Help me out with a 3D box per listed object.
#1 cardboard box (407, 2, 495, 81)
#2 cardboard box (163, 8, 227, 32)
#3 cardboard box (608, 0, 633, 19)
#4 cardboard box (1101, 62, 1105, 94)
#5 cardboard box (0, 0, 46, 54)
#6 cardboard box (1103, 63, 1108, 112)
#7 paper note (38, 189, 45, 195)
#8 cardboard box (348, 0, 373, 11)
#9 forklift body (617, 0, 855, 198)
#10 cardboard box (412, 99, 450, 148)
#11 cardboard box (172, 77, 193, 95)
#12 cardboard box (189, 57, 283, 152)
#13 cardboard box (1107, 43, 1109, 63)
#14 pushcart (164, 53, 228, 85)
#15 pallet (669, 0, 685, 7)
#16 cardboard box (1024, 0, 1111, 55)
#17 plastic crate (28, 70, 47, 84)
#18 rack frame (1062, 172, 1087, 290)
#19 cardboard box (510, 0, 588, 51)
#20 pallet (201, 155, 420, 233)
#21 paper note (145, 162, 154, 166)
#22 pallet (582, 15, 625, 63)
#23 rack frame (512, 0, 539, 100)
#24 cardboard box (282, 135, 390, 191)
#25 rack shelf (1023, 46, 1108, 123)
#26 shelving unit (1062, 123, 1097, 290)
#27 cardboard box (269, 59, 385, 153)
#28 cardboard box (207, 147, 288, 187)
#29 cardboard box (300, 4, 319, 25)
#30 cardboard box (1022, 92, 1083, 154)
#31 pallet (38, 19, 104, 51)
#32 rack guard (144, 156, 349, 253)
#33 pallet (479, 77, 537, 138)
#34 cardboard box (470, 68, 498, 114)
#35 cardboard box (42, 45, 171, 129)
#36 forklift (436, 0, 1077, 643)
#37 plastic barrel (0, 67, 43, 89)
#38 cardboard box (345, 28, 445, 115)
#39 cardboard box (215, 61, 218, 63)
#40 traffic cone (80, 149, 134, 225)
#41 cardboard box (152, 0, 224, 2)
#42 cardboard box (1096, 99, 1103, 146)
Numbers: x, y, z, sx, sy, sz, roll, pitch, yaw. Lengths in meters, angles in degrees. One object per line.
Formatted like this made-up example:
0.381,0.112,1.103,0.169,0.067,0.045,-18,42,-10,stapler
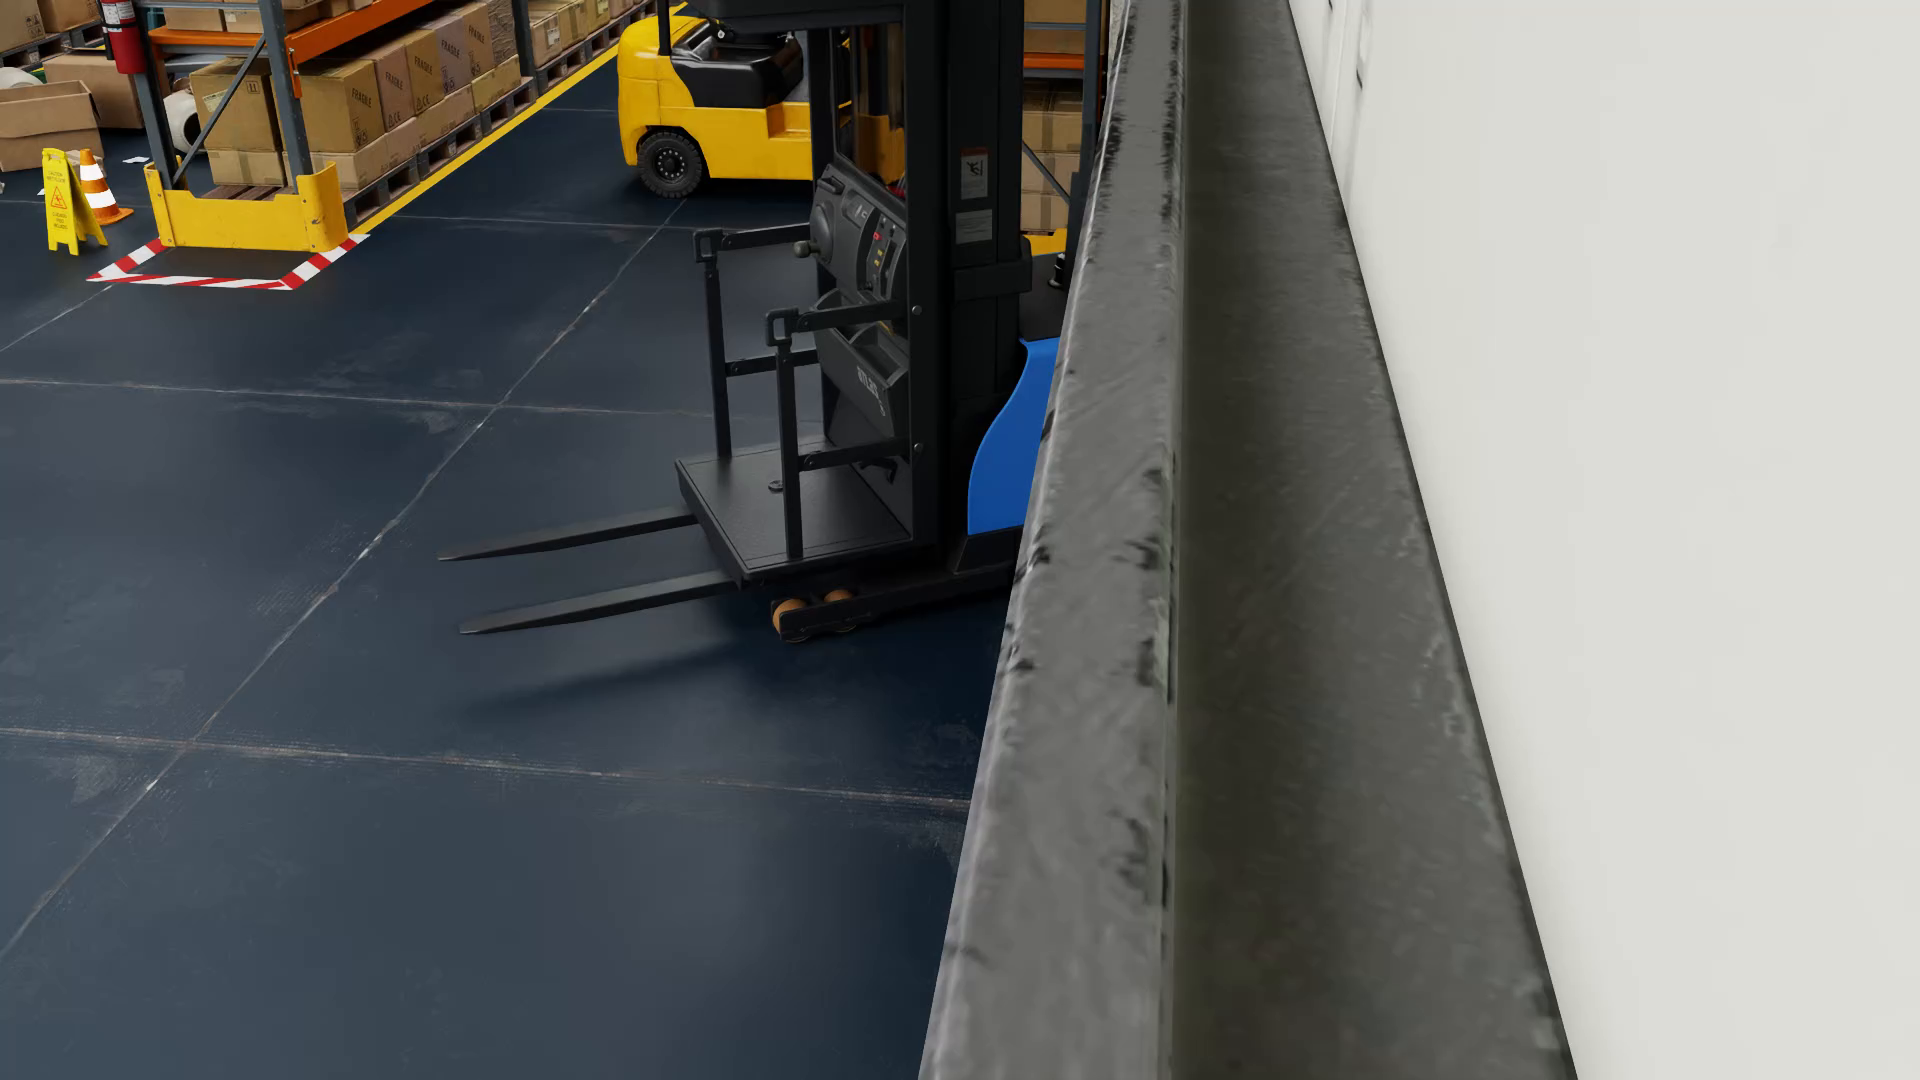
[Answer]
-3.995,-3.896,12.984,0.500,0.500,0.500,4,29,7,cardboard box
-4.785,-3.320,10.514,0.380,0.149,0.250,4,29,8,cardboard box
-3.800,-5.422,16.480,0.950,0.372,0.625,3,28,5,cardboard box
0.754,-3.296,11.607,0.500,0.250,0.500,3,28,5,cardboard box
-9.067,-4.857,15.032,1.050,0.750,0.750,3,28,6,cardboard box
0.831,-3.310,12.161,0.500,0.250,0.500,3,28,6,cardboard box
-6.478,-2.495,11.850,0.148,0.019,0.142,-6,29,-11,paper note
-4.165,-3.636,11.101,0.380,0.149,0.250,4,29,7,cardboard box
-1.270,-3.580,11.628,2.313,2.155,1.214,3,28,6,forklift body
-4.121,-3.077,12.256,0.500,0.250,0.500,5,29,10,cardboard box
-6.359,-3.662,13.768,0.258,0.266,0.396,-17,33,-29,cardboard box
-4.779,-2.939,11.208,0.500,0.500,0.500,4,29,7,cardboard box
0.883,-3.770,12.488,0.500,0.250,0.500,3,28,5,cardboard box
-6.398,-4.079,14.424,1.648,0.377,0.936,-6,29,-11,pushcart
-3.467,-6.147,18.437,1.003,0.211,1.213,3,28,6,pallet
0.644,-3.216,9.952,0.500,0.500,0.500,4,29,8,cardboard box
-7.775,-3.994,14.406,0.450,0.188,0.662,9,28,37,plastic crate
0.653,-0.764,6.927,0.500,1.500,0.032,5,25,4,rack frame
-3.982,-4.738,15.211,0.950,0.372,0.625,5,29,9,cardboard box
-4.475,-2.430,11.539,1.003,0.211,1.213,3,28,6,pallet
-6.078,-2.824,12.481,0.032,0.001,0.123,3,28,6,paper note
-3.888,-4.840,16.011,1.003,0.211,1.213,3,28,6,pallet
-4.129,-5.125,13.600,1.000,3.000,0.127,3,28,6,rack frame
-4.245,-2.580,11.333,0.500,0.250,0.500,3,28,6,cardboard box
0.553,-3.580,11.491,1.077,0.370,4.000,3,28,6,rack shelf
0.710,-0.980,7.393,0.587,1.500,1.083,5,25,4,shelving unit
-4.243,-2.921,11.175,0.500,0.500,0.500,2,28,4,cardboard box
-4.784,-2.624,11.414,0.500,0.250,0.500,3,28,6,cardboard box
-4.355,-3.399,10.661,0.380,0.149,0.250,4,29,7,cardboard box
0.555,-2.585,10.288,0.500,0.250,0.500,3,28,5,cardboard box
-8.887,-5.081,16.458,1.003,0.211,1.213,3,28,6,pallet
-4.609,-2.177,10.764,1.175,0.500,0.348,3,28,6,rack guard
-4.176,-3.579,13.671,1.003,0.211,1.213,3,28,6,pallet
-3.990,-3.554,13.141,0.500,0.250,0.500,3,28,5,cardboard box
-6.810,-3.617,13.291,0.797,0.637,0.503,3,28,6,cardboard box
-0.581,-1.174,6.339,3.031,2.935,1.130,-11,30,-20,forklift
-7.670,-3.608,13.500,0.421,0.421,0.512,-24,36,-37,plastic barrel
-4.114,-3.403,12.070,0.500,0.500,0.500,4,29,7,cardboard box
-5.610,-3.600,13.403,0.500,0.500,0.500,-24,36,-37,cardboard box
-5.846,-2.402,11.222,0.336,0.463,0.334,3,28,6,traffic cone
-4.826,-3.688,10.515,0.500,0.500,0.500,3,28,5,cardboard box
0.698,-2.838,11.284,0.500,0.250,0.500,4,29,7,cardboard box
